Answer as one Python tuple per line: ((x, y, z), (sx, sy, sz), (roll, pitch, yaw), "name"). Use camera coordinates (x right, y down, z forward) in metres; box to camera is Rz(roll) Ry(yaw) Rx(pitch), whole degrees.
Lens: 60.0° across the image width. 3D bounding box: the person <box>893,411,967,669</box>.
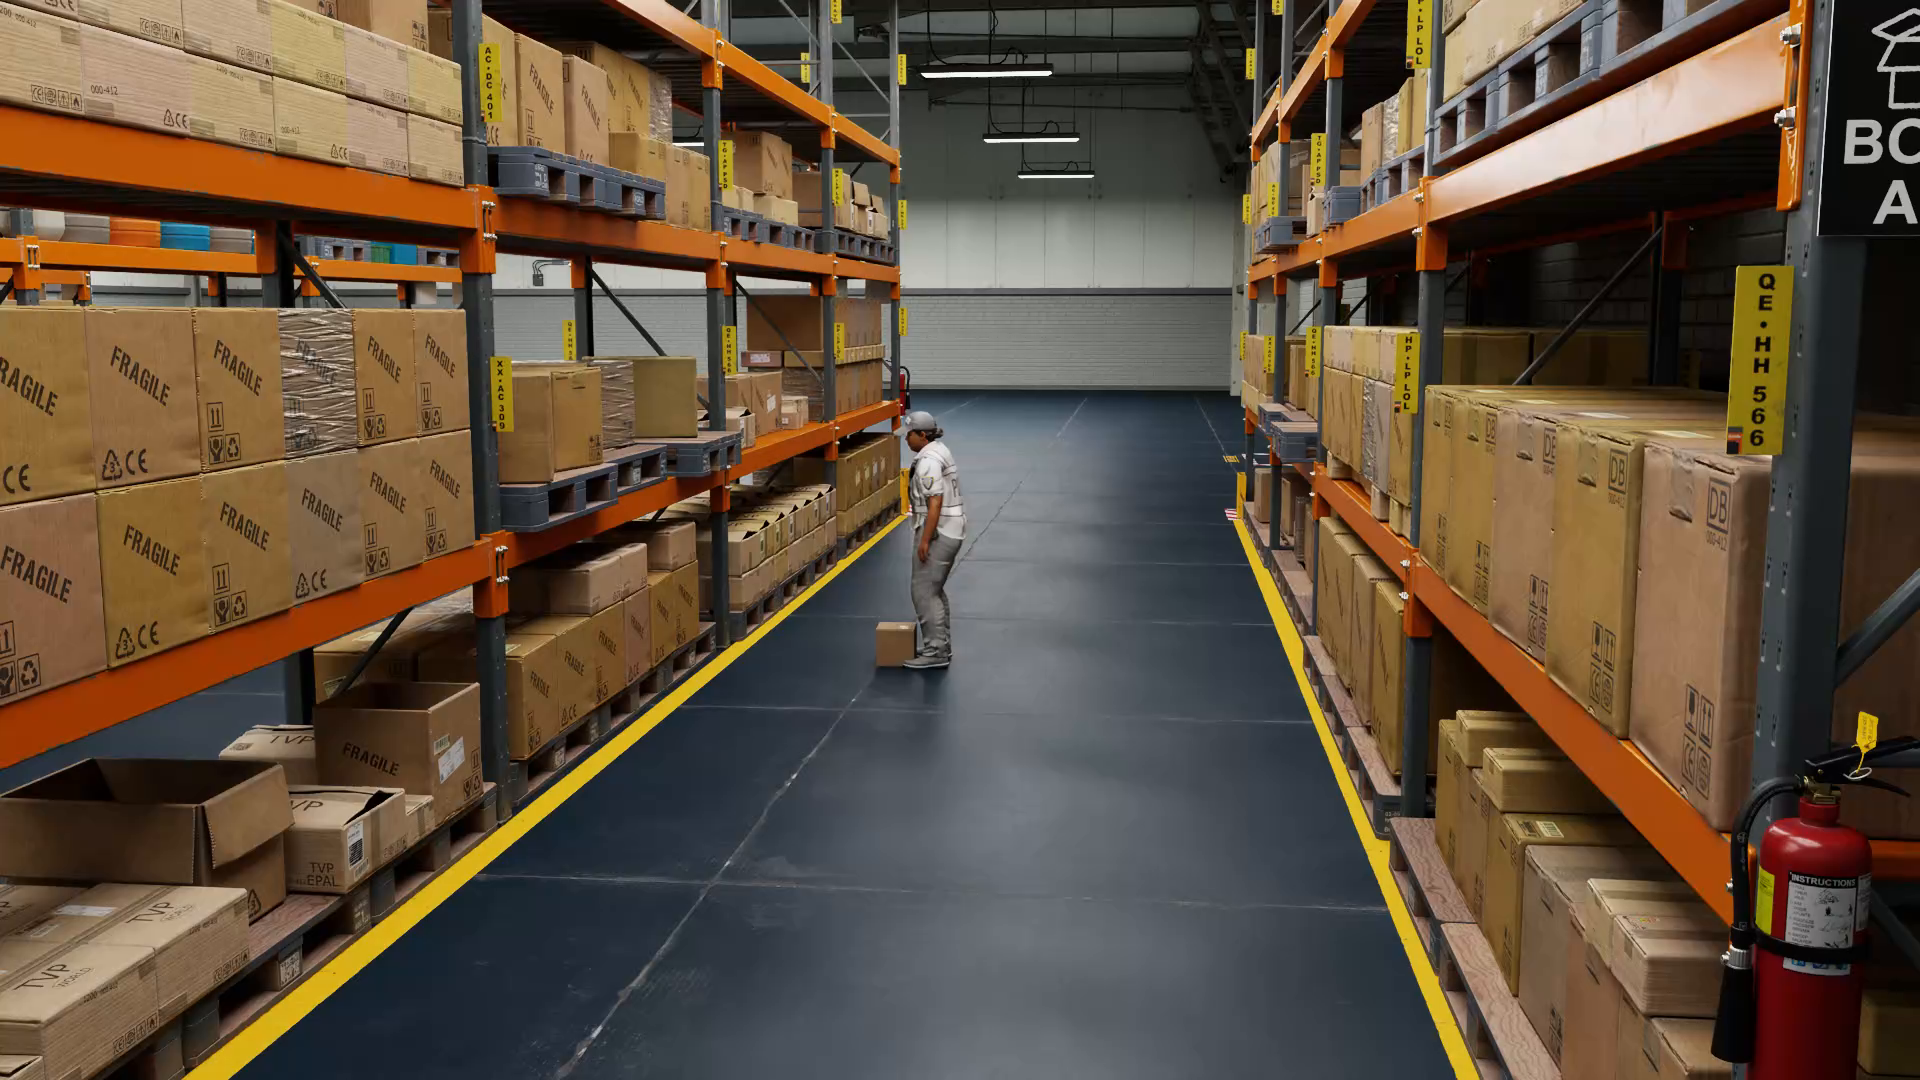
((-0.195, -0.011, 10.862), (0.469, 1.665, 0.537), (1, 8, 6), "person")
